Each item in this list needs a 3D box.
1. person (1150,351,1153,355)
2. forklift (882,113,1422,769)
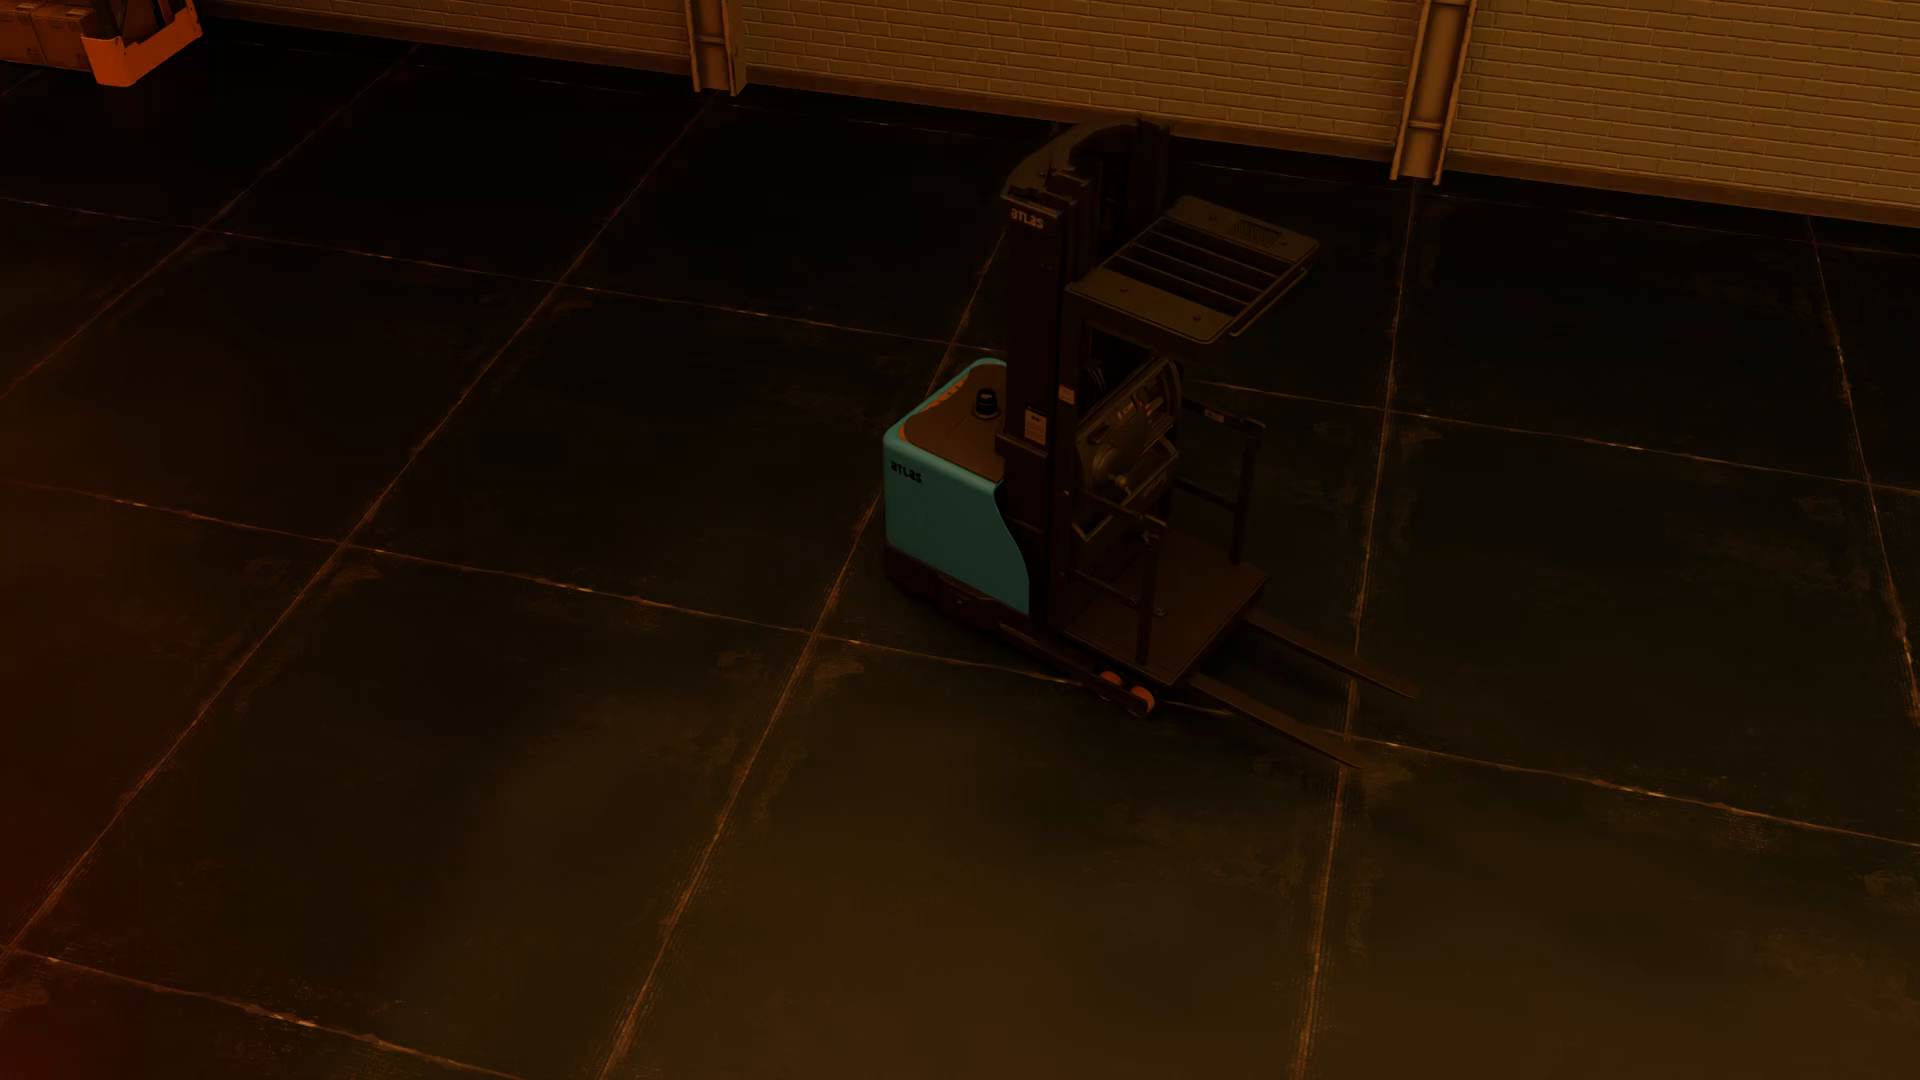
[{"bbox_3d":[0.939,-0.524,9.396,0.695,1.591,0.706,-17,44,-19],"label":"person"},{"bbox_3d":[1.041,-0.547,8.485,3.031,2.935,1.130,26,48,27],"label":"forklift"}]
